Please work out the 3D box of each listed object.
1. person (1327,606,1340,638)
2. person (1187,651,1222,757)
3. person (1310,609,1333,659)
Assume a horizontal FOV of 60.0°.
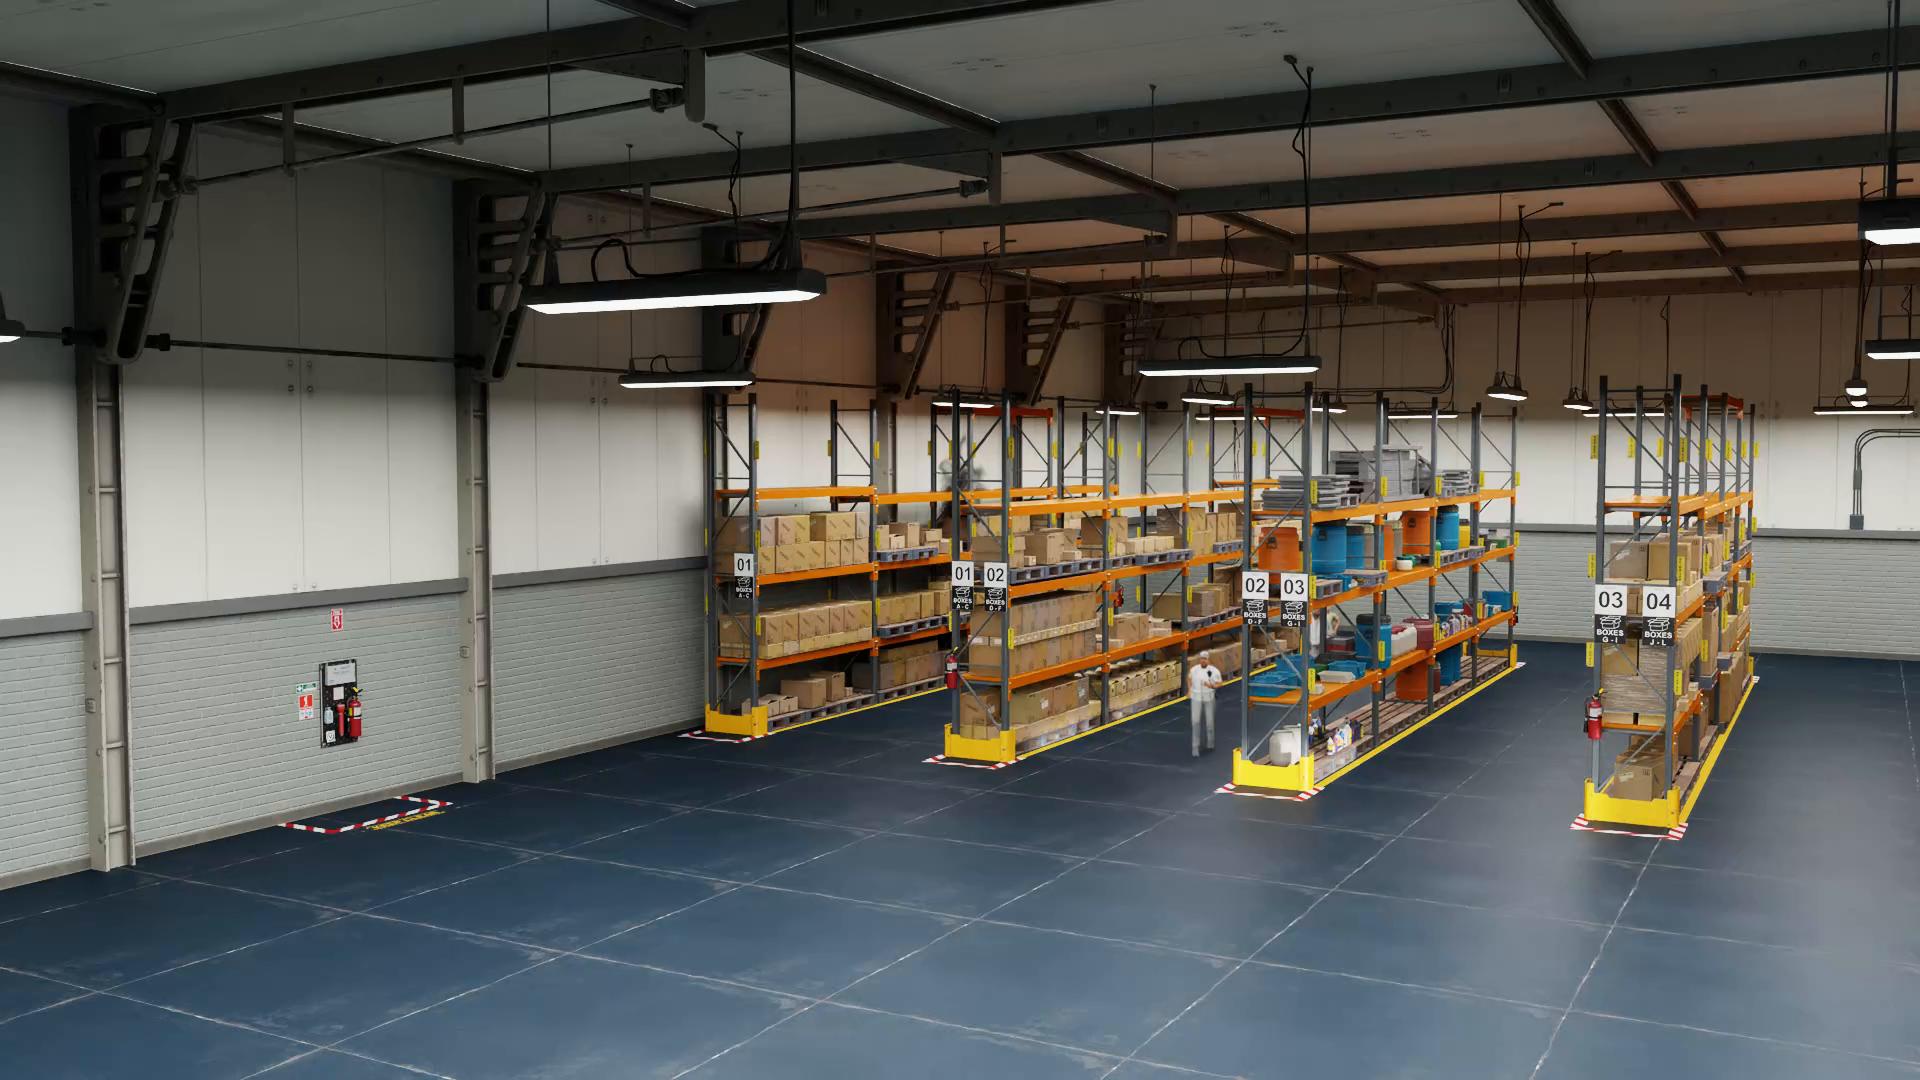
[{"bbox_3d":[8.008,2.171,36.429,0.576,1.680,0.891,1,3,16],"label":"person"},{"bbox_3d":[4.030,2.674,27.459,0.591,1.695,0.878,1,3,14],"label":"person"},{"bbox_3d":[7.639,2.216,35.541,0.667,1.736,0.779,1,3,20],"label":"person"}]
